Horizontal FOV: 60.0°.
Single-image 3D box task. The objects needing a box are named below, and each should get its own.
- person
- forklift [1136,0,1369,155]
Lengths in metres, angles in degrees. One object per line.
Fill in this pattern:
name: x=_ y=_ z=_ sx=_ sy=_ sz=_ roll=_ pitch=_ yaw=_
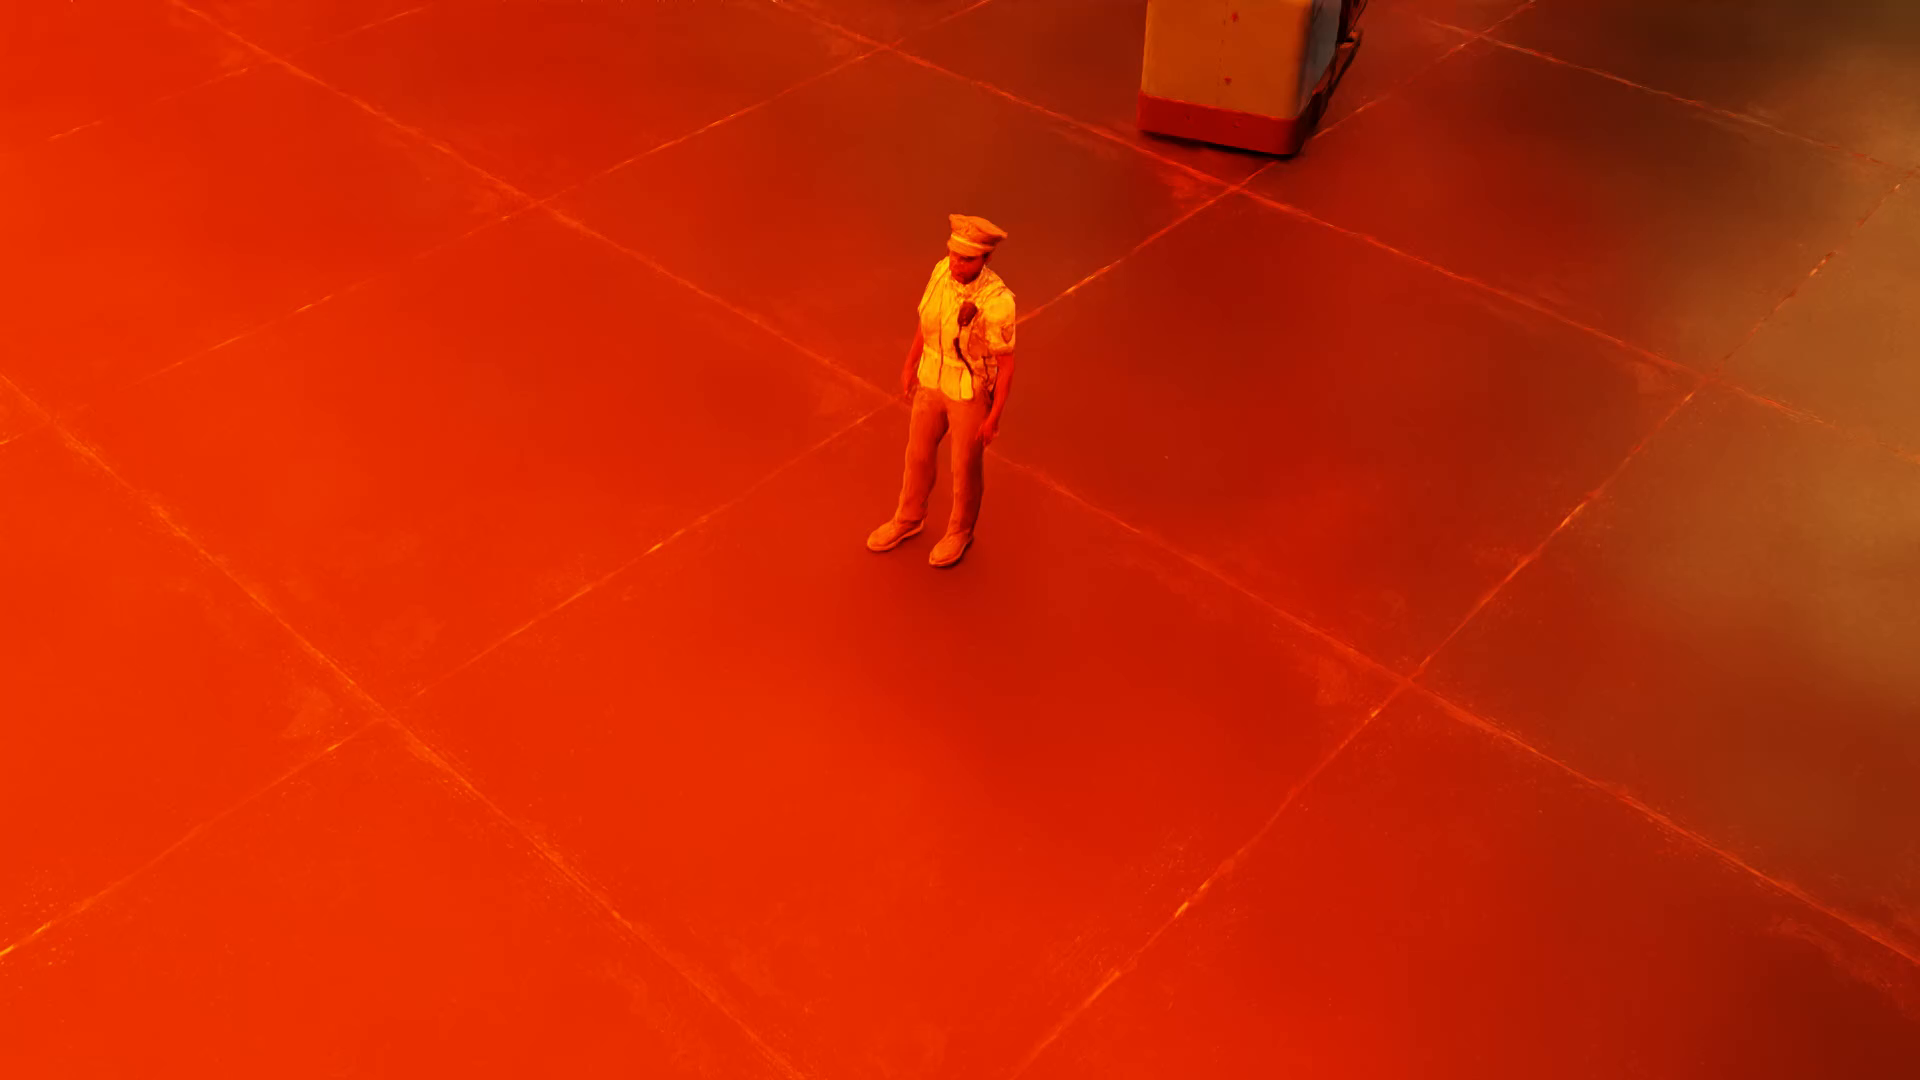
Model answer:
person: x=-0.065 y=-0.622 z=7.091 sx=0.570 sy=1.695 sz=0.529 roll=31 pitch=49 yaw=31
forklift: x=2.164 y=-4.478 z=10.648 sx=1.130 sy=2.935 sz=3.031 roll=15 pitch=43 yaw=17
